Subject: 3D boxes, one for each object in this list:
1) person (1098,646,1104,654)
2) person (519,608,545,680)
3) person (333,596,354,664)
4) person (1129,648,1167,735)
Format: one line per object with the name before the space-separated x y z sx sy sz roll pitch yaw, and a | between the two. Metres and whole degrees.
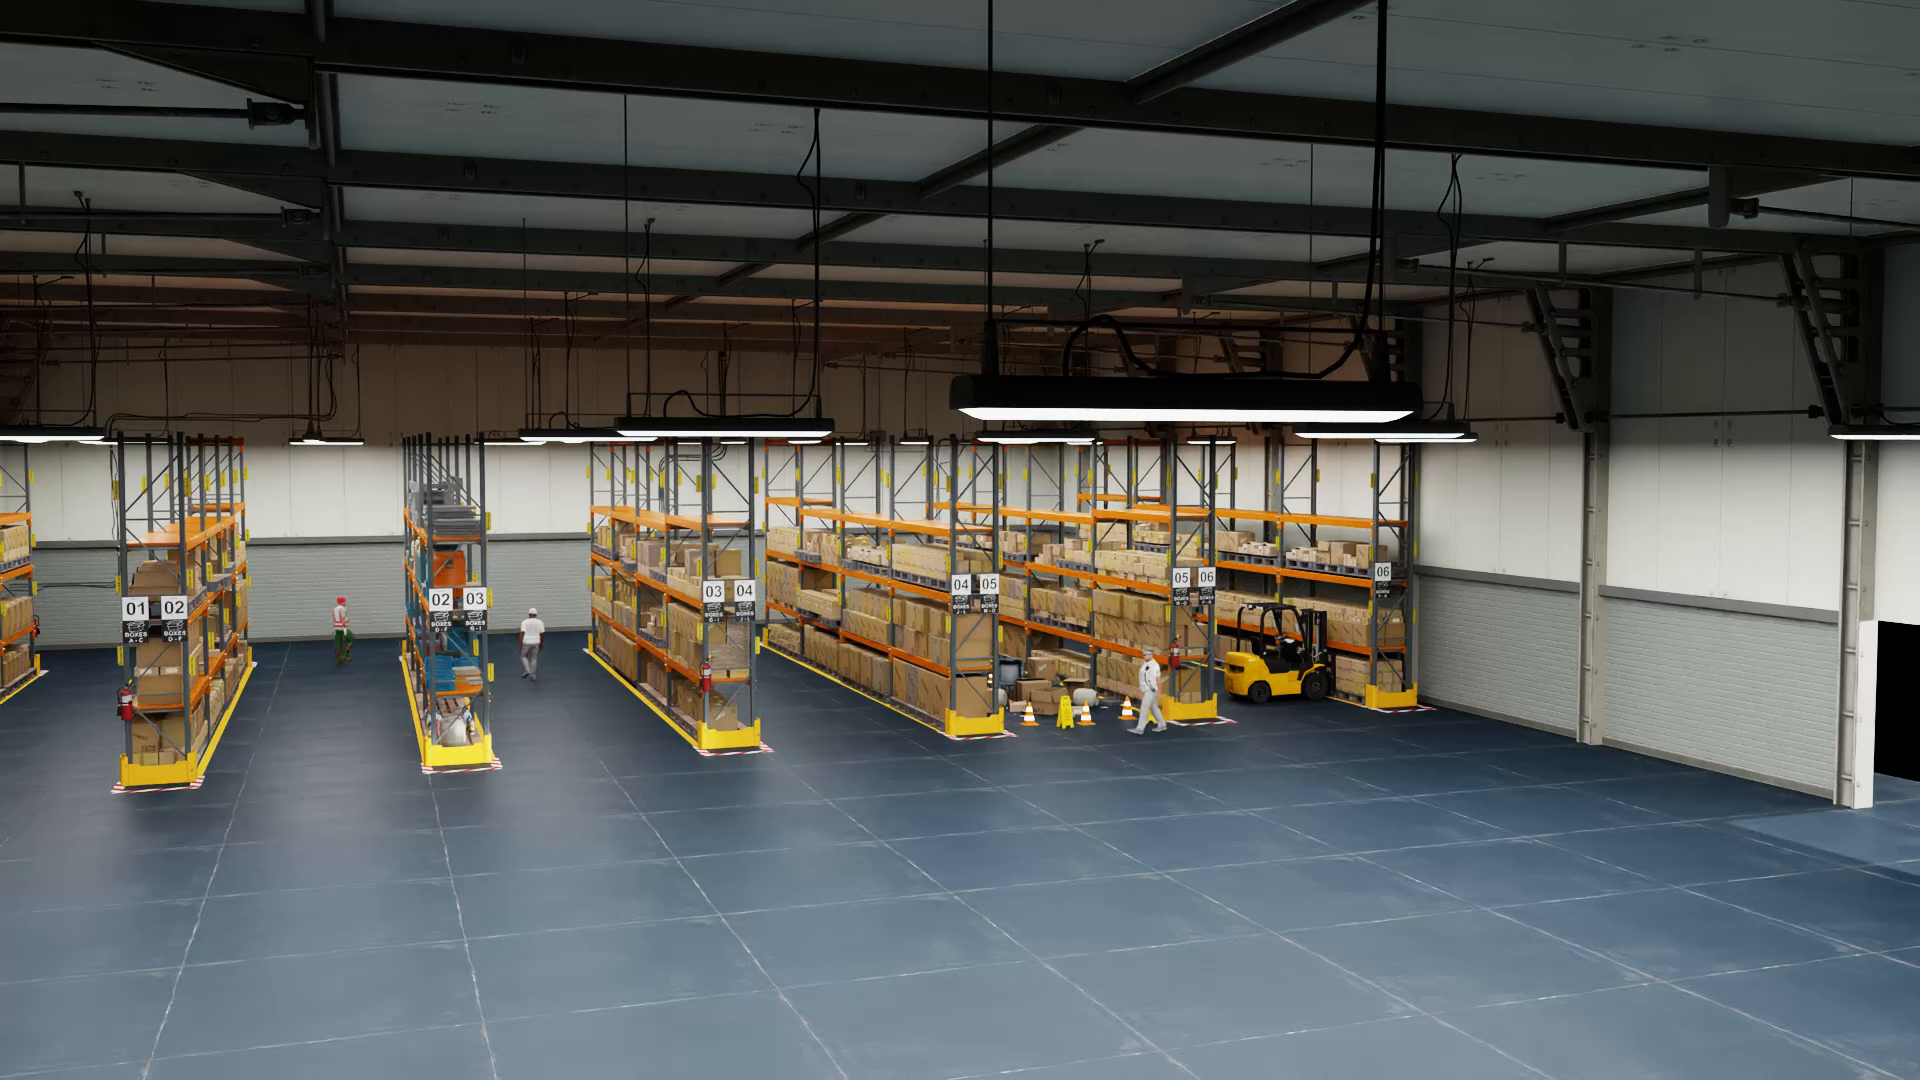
person | 3.873 2.485 43.452 0.548 1.767 0.613 -1 3 -24
person | -10.556 2.560 41.000 0.618 1.762 0.455 -1 3 -23
person | -16.394 2.377 44.042 0.540 1.769 0.509 1 3 14
person | 3.749 3.014 33.292 0.909 1.717 0.550 -1 3 -12
